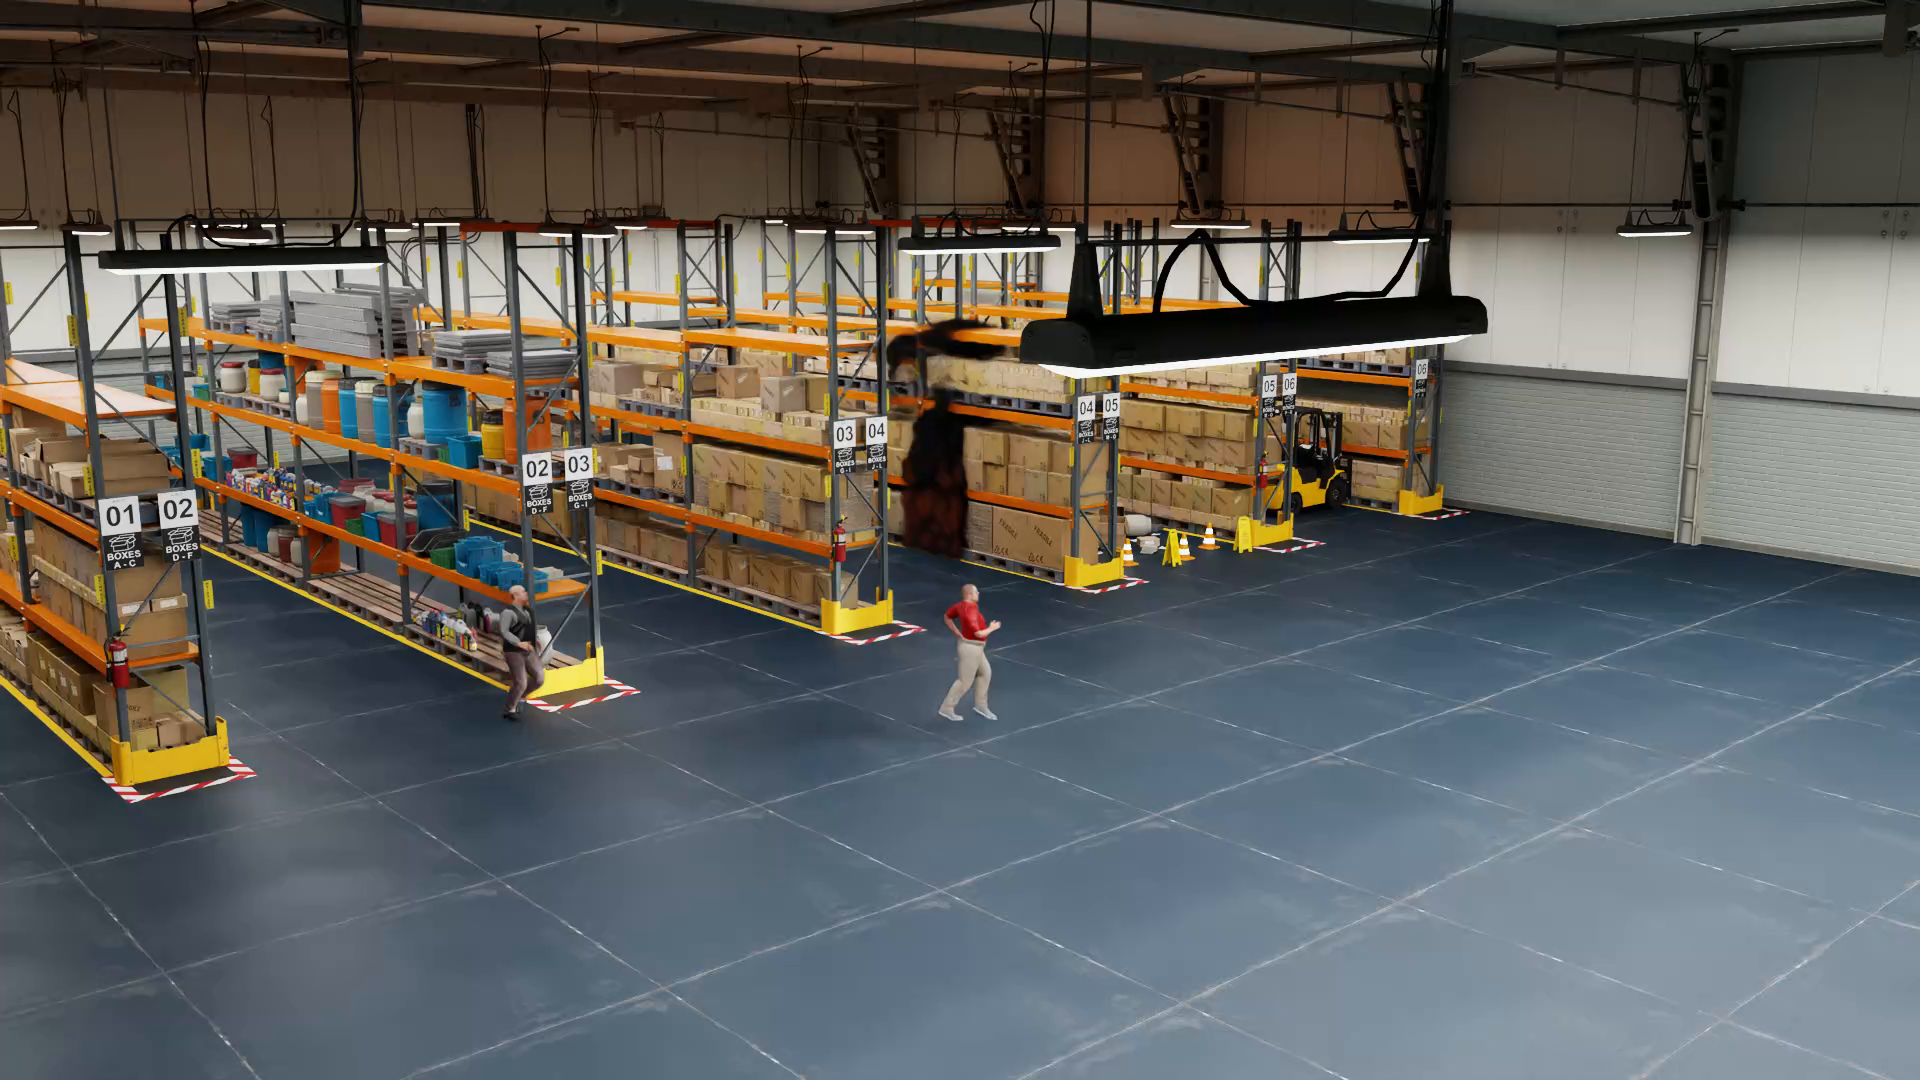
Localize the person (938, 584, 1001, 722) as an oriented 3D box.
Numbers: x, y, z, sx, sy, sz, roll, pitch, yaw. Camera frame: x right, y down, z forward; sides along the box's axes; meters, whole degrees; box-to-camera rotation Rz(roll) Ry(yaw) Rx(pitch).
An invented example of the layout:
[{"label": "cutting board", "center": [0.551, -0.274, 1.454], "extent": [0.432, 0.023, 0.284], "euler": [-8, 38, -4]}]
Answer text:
[{"label": "person", "center": [0.113, 1.410, 20.514], "extent": [0.803, 1.784, 0.635], "euler": [-2, 12, -9]}]

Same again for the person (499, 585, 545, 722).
[{"label": "person", "center": [-5.430, 1.394, 20.737], "extent": [0.518, 1.673, 0.727], "euler": [4, 12, 18]}]
